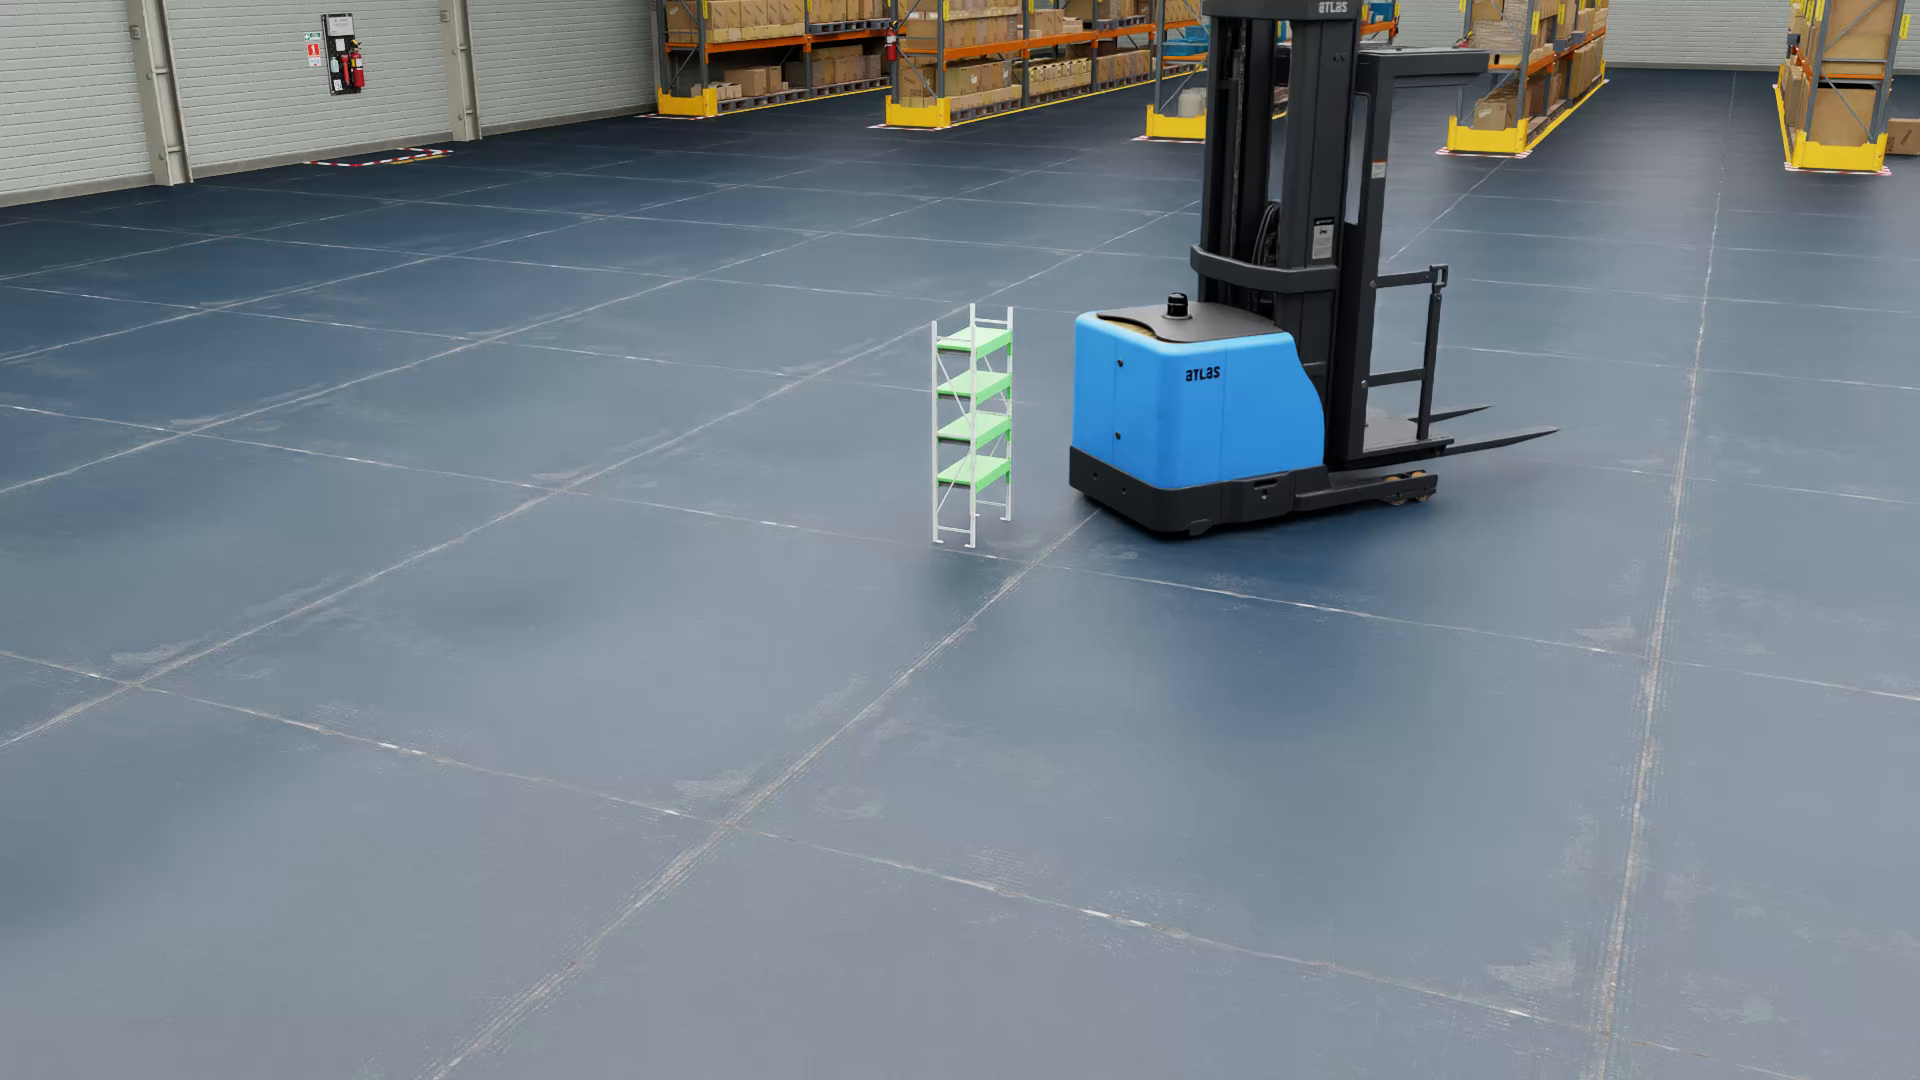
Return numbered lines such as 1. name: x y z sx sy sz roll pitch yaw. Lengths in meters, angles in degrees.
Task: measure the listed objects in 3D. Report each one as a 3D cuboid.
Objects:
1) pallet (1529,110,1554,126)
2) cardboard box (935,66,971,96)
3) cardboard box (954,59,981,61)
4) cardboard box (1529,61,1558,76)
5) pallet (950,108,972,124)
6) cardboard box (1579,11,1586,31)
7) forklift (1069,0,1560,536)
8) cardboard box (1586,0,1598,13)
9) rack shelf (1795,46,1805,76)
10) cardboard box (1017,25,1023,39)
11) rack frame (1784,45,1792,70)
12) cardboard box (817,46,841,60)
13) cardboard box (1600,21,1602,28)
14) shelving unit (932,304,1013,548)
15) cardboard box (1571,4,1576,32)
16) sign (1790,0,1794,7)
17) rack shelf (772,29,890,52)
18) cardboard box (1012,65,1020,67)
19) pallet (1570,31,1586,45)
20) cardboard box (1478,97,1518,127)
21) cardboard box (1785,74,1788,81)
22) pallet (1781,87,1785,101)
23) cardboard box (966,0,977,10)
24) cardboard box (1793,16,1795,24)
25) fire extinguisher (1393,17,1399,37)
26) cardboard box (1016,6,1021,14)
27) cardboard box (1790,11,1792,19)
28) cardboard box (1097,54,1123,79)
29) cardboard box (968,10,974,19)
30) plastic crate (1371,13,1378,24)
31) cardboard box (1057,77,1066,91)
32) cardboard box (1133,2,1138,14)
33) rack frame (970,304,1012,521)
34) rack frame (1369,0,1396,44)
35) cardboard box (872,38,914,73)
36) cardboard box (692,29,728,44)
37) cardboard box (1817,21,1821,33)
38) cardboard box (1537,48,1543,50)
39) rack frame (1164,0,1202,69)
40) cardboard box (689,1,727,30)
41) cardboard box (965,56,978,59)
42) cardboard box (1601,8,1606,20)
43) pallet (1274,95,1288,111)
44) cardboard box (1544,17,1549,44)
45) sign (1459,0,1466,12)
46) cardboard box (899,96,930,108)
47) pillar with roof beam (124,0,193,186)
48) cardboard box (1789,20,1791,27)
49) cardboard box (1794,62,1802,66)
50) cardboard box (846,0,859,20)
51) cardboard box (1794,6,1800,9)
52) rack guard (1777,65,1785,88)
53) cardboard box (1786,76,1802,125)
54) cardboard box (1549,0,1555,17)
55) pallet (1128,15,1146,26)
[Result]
1. pallet: 10.241 -7.706 30.323 1.003 0.211 1.213 9 21 23
2. cardboard box: -0.125 -8.462 30.643 0.500 0.500 0.500 9 21 23
3. cardboard box: 0.215 -9.145 32.565 0.500 0.500 0.500 9 21 23
4. cardboard box: 11.107 -9.015 31.796 0.500 0.250 0.500 11 22 29
5. pallet: -0.475 -7.845 30.713 1.003 0.211 1.213 9 21 23
6. cardboard box: 12.425 -10.478 33.806 0.500 0.500 0.500 8 21 22
7. forklift: 2.185 -1.725 9.444 3.031 2.935 1.130 -10 22 -25
8. cardboard box: 13.629 -11.761 36.225 0.500 0.500 0.500 9 21 23
9. rack shelf: 15.227 -8.343 29.025 1.077 0.370 4.000 9 21 23
10. cardboard box: 1.050 -10.228 33.476 0.500 0.250 0.500 10 22 26
11. rack frame: 19.322 -11.739 37.500 1.000 3.000 0.127 9 21 23
12. cardboard box: -2.960 -10.726 36.606 0.500 0.250 0.500 8 21 21
13. cardboard box: 14.366 -11.710 37.795 0.380 0.149 0.250 9 21 24
14. shelving unit: 0.068 -0.616 8.910 0.258 1.200 0.503 9 21 23
15. cardboard box: 11.240 -9.895 31.539 0.700 0.500 0.500 12 23 31
16. sign: 18.826 -12.221 37.564 0.100 0.325 0.005 9 21 23
17. rack shelf: -2.814 -11.093 36.758 1.077 0.370 4.000 9 21 23
18. cardboard box: 0.999 -9.632 34.216 0.500 0.311 0.500 9 22 24
19. pallet: 11.367 -9.682 32.002 1.213 0.211 1.003 9 21 23
20. cardboard box: 8.771 -6.955 27.153 0.500 0.500 0.500 15 25 37
21. cardboard box: 17.622 -9.735 35.050 0.380 0.149 0.250 7 21 20
22. pallet: 17.926 -9.412 35.120 1.003 0.211 1.213 9 21 23
23. cardboard box: -0.109 -10.051 30.668 0.700 0.500 0.500 9 21 23
24. cardboard box: 15.940 -9.808 31.376 0.380 0.149 0.250 9 22 25
25. fire extinguisher: 10.796 -12.901 41.441 0.296 0.674 0.183 9 21 23
26. cardboard box: 0.972 -10.382 32.569 0.380 0.149 0.250 9 21 23
27. cardboard box: 16.998 -10.599 33.599 0.380 0.149 0.250 8 21 22
28. cardboard box: 3.392 -10.808 37.957 0.500 0.500 0.500 8 21 22
29. cardboard box: 0.028 -9.678 30.589 0.380 0.149 0.250 8 21 21
30. plastic crate: 9.712 -12.416 39.565 0.416 0.233 0.300 9 21 23
31. cardboard box: 1.908 -9.604 34.974 0.500 0.250 0.500 9 21 24
32. cardboard box: 4.134 -12.823 40.399 0.500 0.500 0.500 9 21 24
33. rack frame: 0.168 -0.691 9.120 0.240 1.200 0.015 9 21 23
34. rack frame: 10.319 -13.130 41.411 1.000 3.000 0.127 9 21 23
35. cardboard box: -1.574 -11.435 39.228 0.750 0.750 0.750 8 21 22
36. cardboard box: -4.781 -9.642 31.799 0.500 0.250 0.500 8 21 21
37. cardboard box: 13.098 -7.716 24.353 0.875 0.550 0.550 9 21 23
38. cardboard box: 9.477 -8.101 27.646 0.380 0.149 0.250 9 21 23
39. rack frame: 5.802 -13.811 43.326 1.000 3.000 0.127 9 21 23
40. cardboard box: -4.801 -9.995 31.671 0.500 0.500 0.500 9 21 23
41. cardboard box: 0.043 -12.501 42.747 0.700 0.500 0.500 9 21 23
42. cardboard box: 14.673 -12.180 38.521 0.500 0.250 0.500 8 21 22
43. pallet: 6.190 -8.767 33.306 1.003 0.211 1.213 9 21 23
44. cardboard box: 9.683 -8.840 28.756 0.875 0.500 0.500 9 21 23
45. sign: 7.788 -8.336 25.732 0.100 0.325 0.005 9 21 23
46. cardboard box: -0.800 -8.026 30.538 0.500 0.250 0.500 9 21 23
47. pillar with roof beam: -6.760 -8.498 19.435 9.100 9.000 0.400 9 21 23
48. cardboard box: 16.889 -10.377 33.418 0.380 0.149 0.250 9 21 23
49. cardboard box: 16.087 -8.912 31.535 0.500 0.250 0.500 8 21 21
50. cardboard box: -2.668 -11.769 36.779 0.700 0.500 0.500 9 21 23
51. cardboard box: 16.250 -10.177 31.970 0.380 0.149 0.250 9 21 23
52. rack guard: 19.290 -10.538 37.853 1.175 0.500 0.348 9 21 23
53. cardboard box: 14.580 -7.410 28.060 1.050 0.750 0.750 8 21 22
54. cardboard box: 9.582 -8.959 27.599 0.500 0.500 0.500 9 21 23
55. pallet: 3.737 -12.268 39.275 1.003 0.211 1.213 9 21 23
